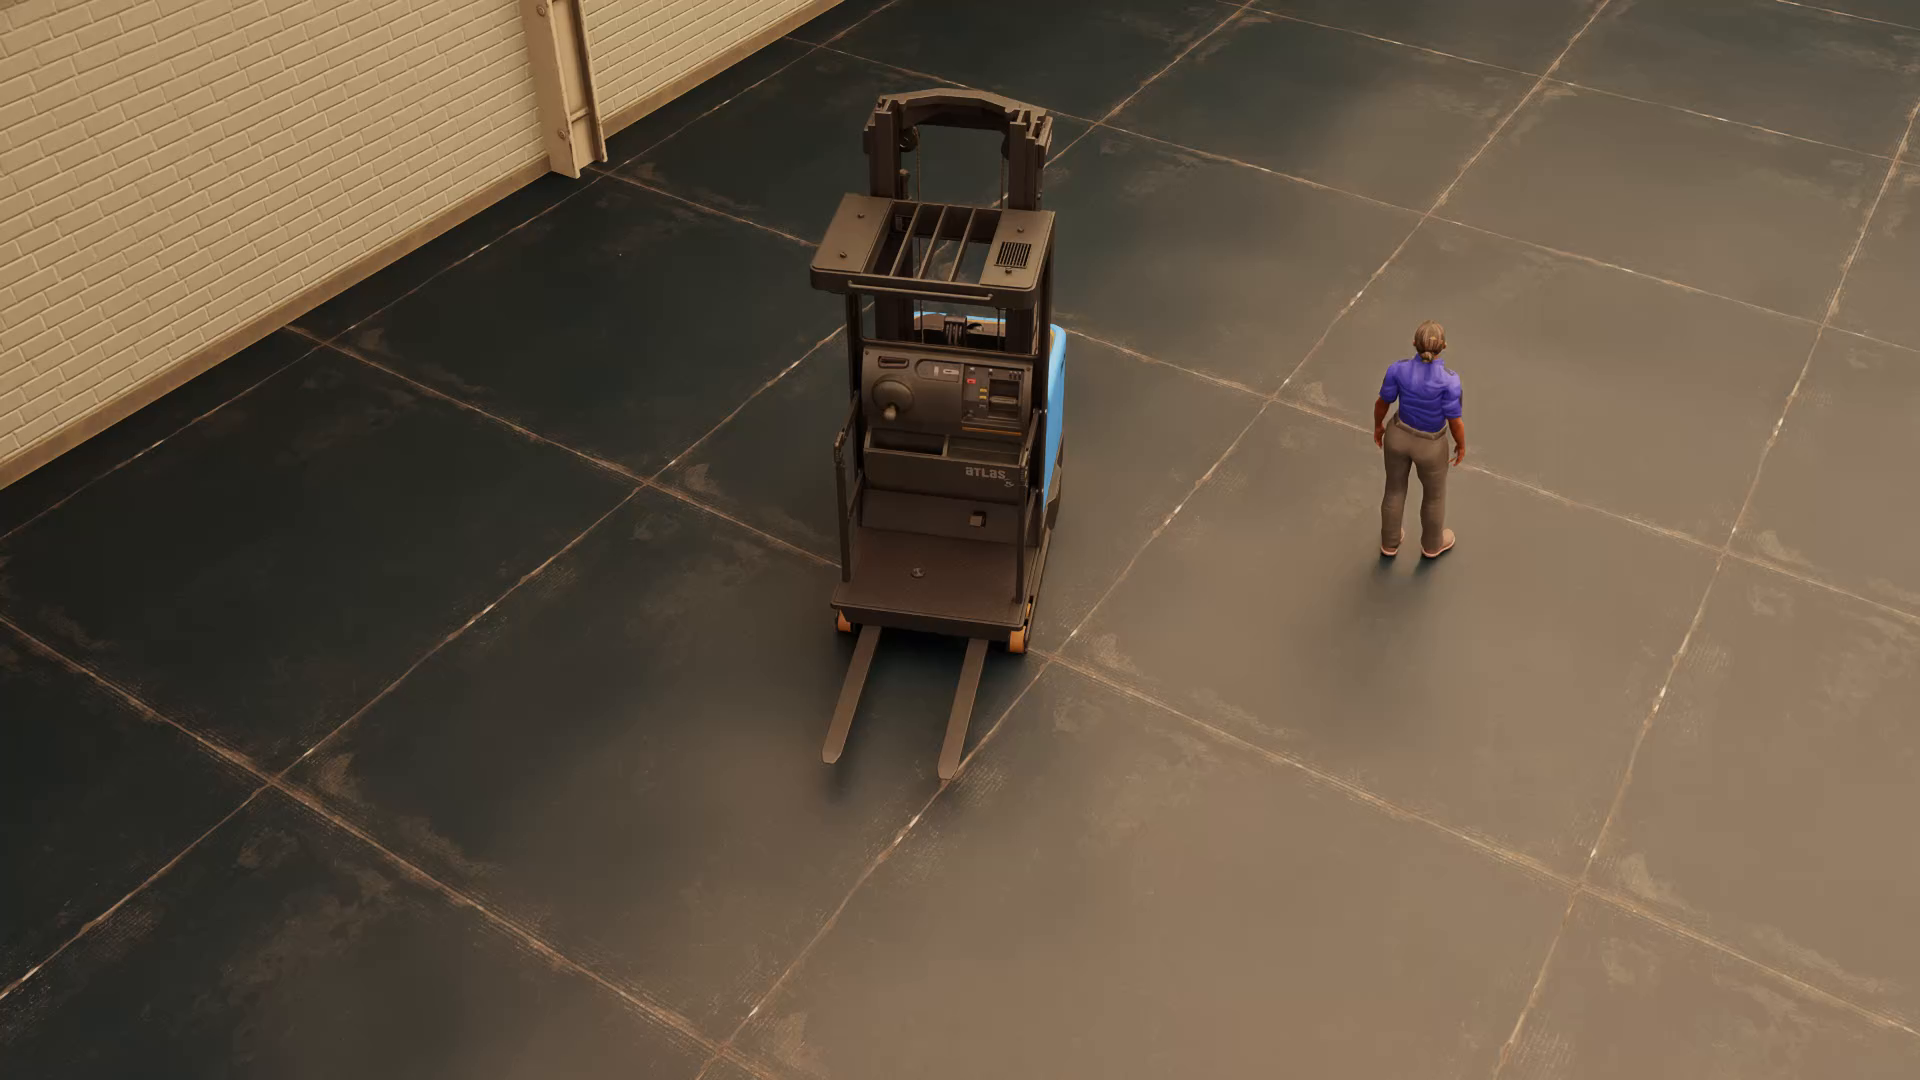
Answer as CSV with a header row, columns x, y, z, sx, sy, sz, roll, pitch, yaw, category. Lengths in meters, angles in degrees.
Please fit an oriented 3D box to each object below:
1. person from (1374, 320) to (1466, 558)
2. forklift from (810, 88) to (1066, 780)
x,y,z,sx,sy,sz,roll,pitch,yaw,category
2.690,-0.601,9.653,0.570,1.654,0.504,21,45,23,person
-0.108,-0.731,8.830,1.130,2.935,3.031,7,41,8,forklift
